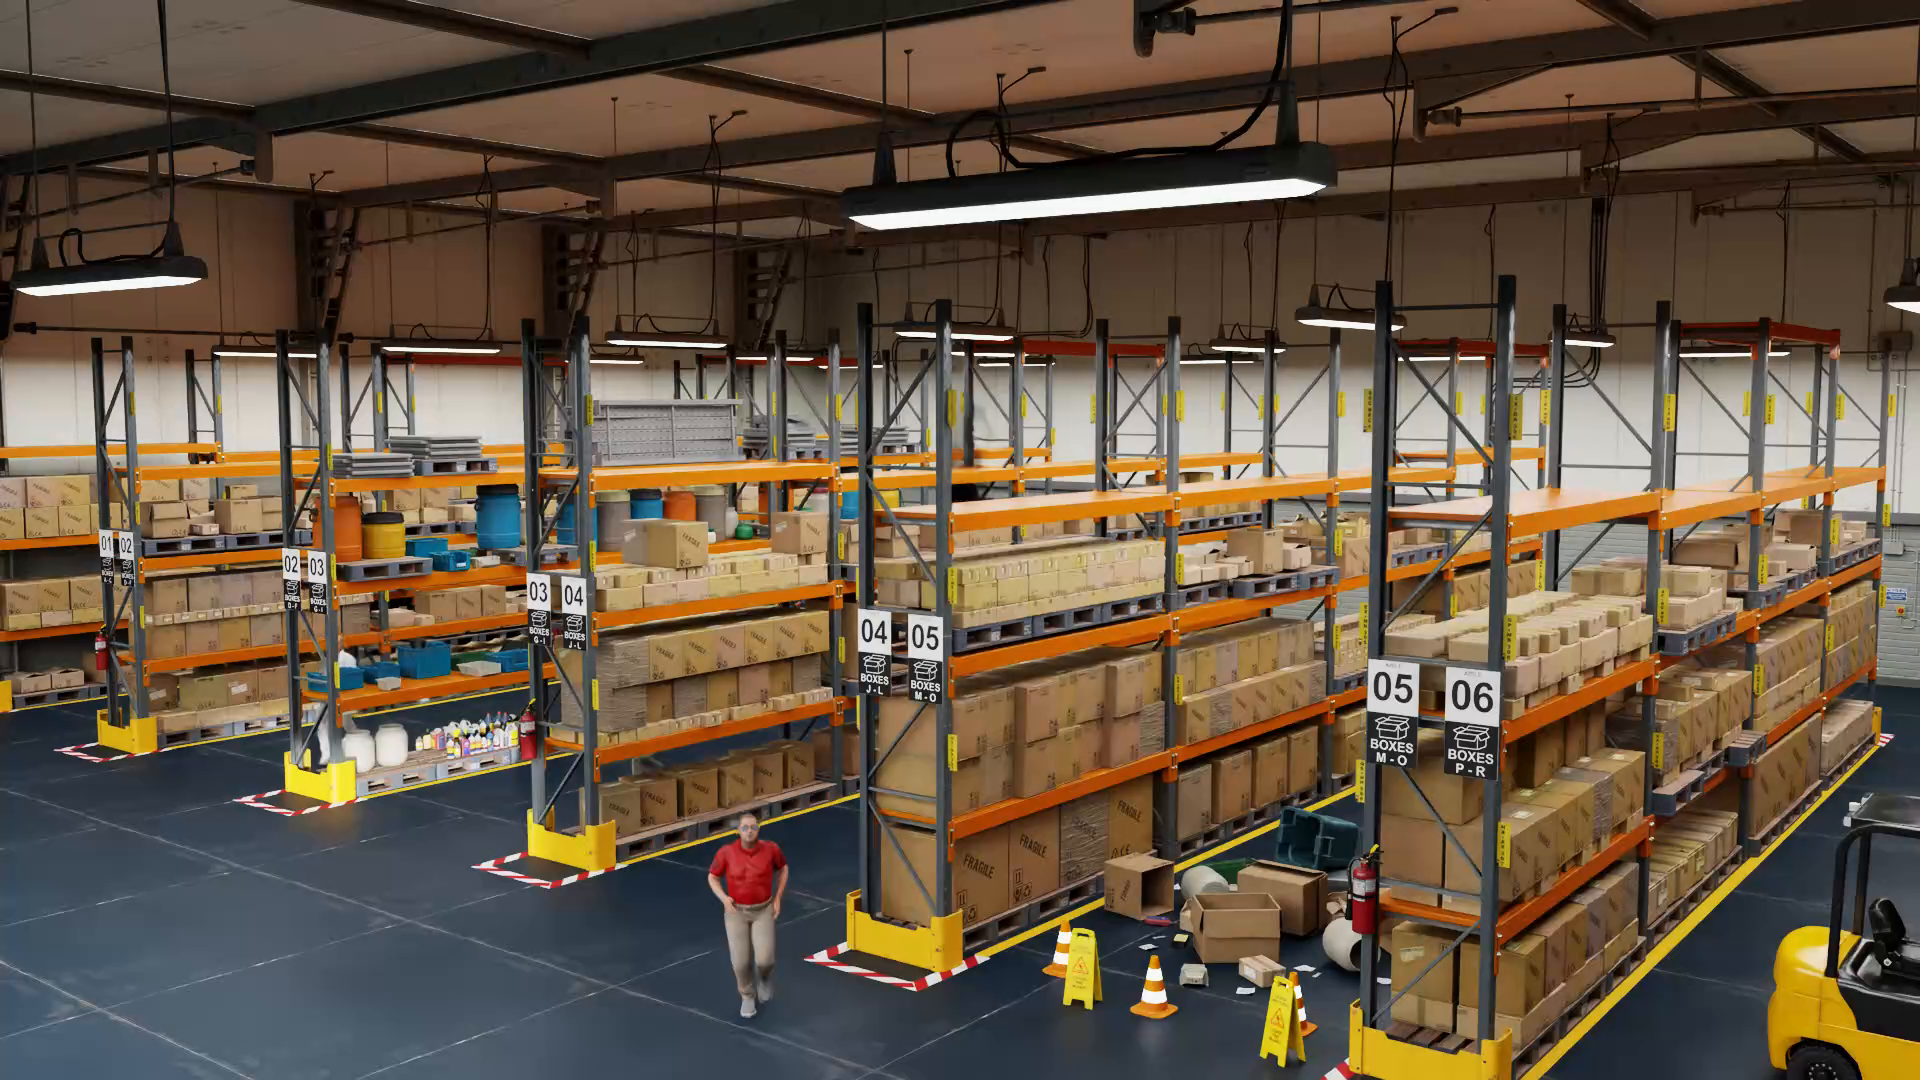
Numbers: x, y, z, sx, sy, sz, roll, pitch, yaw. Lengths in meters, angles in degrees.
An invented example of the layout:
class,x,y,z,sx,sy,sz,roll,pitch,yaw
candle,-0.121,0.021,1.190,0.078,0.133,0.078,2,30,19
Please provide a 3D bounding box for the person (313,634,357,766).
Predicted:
class,x,y,z,sx,sy,sz,roll,pitch,yaw
person,-8.773,2.246,23.424,0.668,1.842,0.825,1,5,16

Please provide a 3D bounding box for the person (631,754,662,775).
class,x,y,z,sx,sy,sz,roll,pitch,yaw
person,-4.123,2.454,21.679,0.623,1.683,0.785,3,6,28

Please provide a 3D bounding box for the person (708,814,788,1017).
class,x,y,z,sx,sy,sz,roll,pitch,yaw
person,-1.759,3.123,13.858,0.671,1.686,0.587,-1,5,-8
